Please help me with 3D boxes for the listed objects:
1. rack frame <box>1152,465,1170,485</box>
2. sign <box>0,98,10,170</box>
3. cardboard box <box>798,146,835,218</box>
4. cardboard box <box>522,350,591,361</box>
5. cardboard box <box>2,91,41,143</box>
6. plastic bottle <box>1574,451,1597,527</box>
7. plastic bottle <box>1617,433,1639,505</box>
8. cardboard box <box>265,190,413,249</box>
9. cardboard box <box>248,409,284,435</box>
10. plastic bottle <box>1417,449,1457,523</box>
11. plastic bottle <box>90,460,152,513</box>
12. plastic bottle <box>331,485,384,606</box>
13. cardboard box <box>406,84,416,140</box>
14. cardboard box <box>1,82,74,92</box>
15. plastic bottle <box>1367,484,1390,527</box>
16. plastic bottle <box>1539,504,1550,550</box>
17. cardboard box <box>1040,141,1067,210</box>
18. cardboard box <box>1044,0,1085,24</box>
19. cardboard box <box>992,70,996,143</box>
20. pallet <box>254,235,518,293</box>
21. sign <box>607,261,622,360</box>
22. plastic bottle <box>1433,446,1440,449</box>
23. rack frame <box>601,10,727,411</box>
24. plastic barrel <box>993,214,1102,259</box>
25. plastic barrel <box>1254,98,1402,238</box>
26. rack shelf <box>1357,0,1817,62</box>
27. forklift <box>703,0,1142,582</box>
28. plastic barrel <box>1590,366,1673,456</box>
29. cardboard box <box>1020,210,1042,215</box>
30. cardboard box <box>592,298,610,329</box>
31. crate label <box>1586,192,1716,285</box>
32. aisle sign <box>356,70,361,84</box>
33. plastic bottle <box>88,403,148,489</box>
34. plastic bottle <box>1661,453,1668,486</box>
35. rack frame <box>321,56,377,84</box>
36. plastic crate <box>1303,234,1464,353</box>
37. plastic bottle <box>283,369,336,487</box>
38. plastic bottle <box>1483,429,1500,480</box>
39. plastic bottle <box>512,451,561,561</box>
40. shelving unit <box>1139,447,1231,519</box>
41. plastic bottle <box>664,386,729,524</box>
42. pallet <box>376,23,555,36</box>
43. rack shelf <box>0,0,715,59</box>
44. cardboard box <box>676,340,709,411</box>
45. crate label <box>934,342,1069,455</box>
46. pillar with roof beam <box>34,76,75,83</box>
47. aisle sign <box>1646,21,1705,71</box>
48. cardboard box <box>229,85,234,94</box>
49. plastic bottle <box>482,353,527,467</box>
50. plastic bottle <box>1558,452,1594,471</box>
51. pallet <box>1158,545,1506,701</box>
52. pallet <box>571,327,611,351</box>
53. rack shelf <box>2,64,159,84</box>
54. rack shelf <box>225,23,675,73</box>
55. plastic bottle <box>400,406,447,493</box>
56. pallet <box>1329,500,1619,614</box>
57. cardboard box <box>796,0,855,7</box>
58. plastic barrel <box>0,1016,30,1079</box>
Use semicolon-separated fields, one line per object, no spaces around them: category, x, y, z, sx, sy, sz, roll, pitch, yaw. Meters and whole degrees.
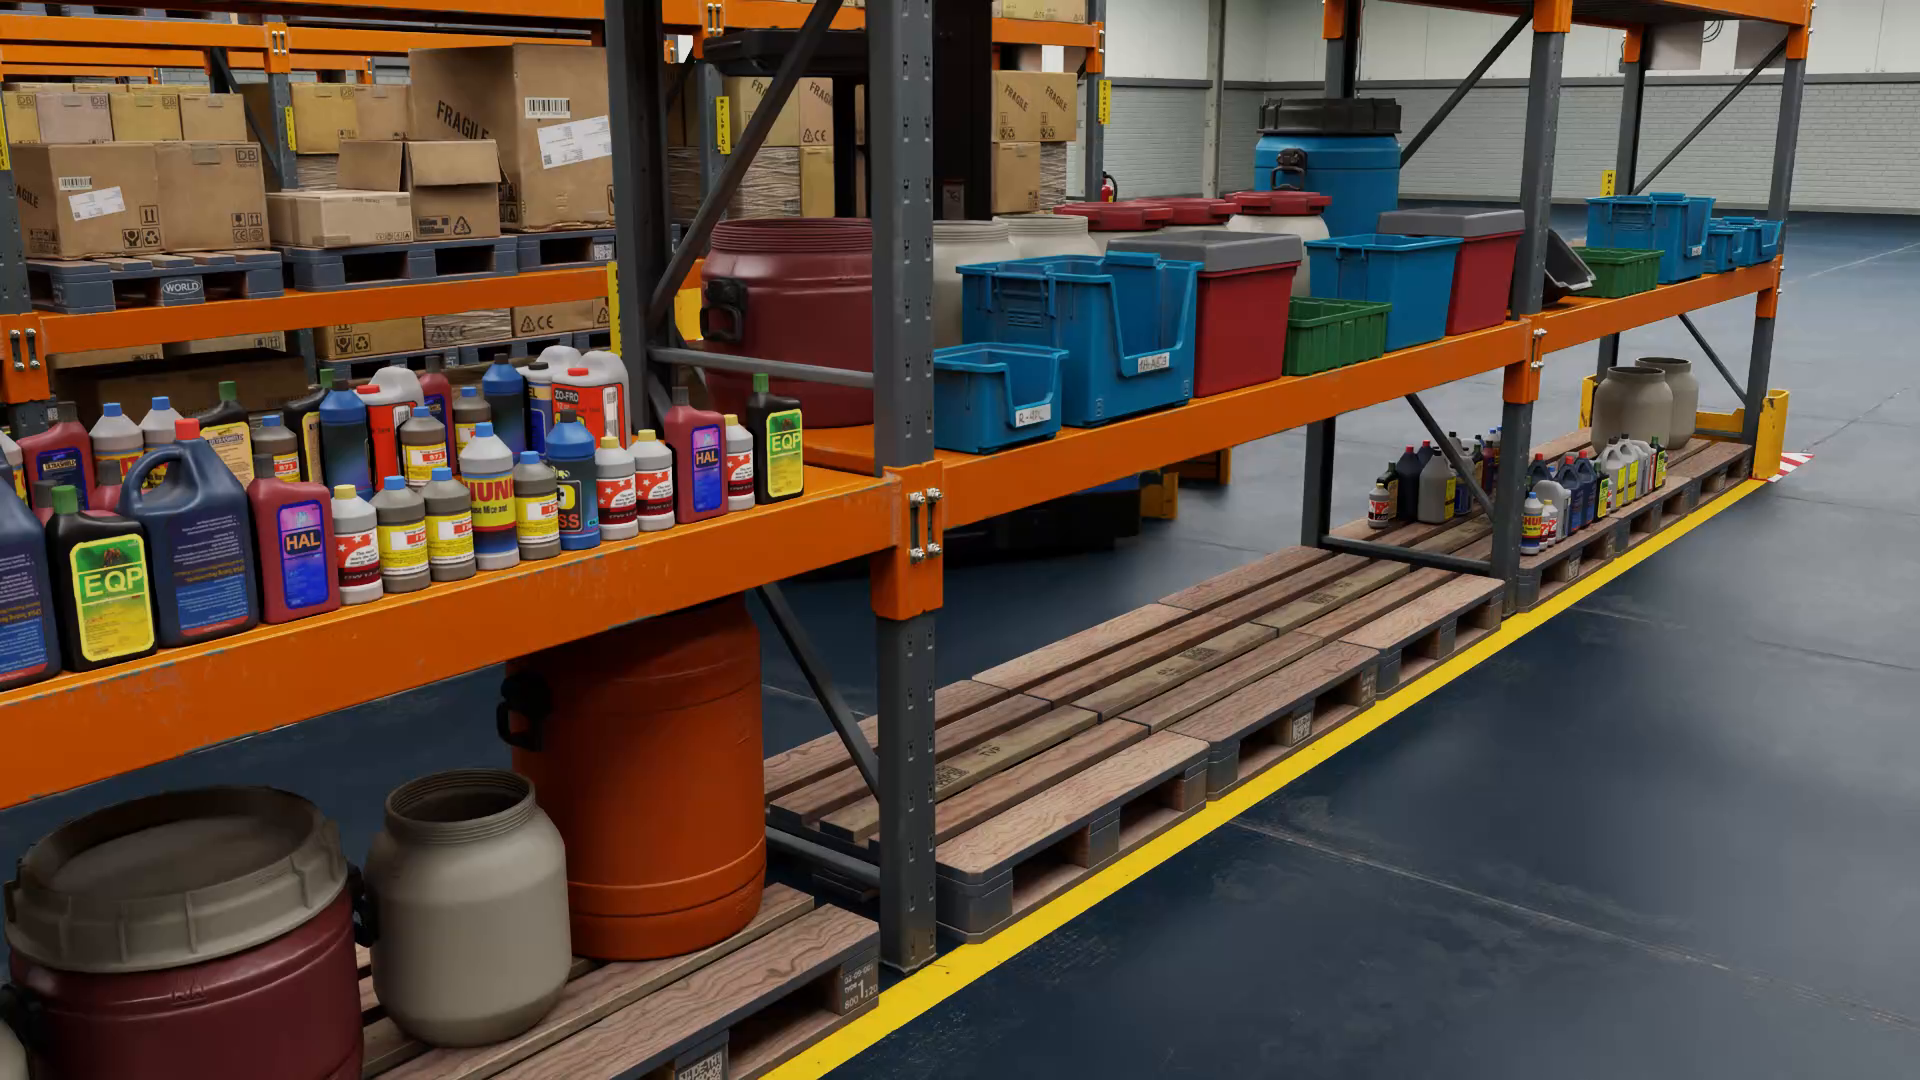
rack frame;0.913;-0.879;9.036;0.500;1.500;0.032;7;16;25
sign;-3.906;-1.671;6.757;0.100;0.325;0.005;11;18;38
cardboard box;-1.153;-2.321;10.859;0.875;0.500;0.500;11;18;38
cardboard box;-2.228;-0.849;10.054;0.700;0.500;0.500;10;17;33
cardboard box;-6.885;-2.893;11.685;0.700;0.500;0.500;11;18;37
plastic bottle;2.976;-0.251;8.003;0.144;0.351;0.185;10;18;35
plastic bottle;3.360;-0.368;8.464;0.144;0.351;0.185;12;19;40
cardboard box;-3.107;-1.611;8.325;0.500;0.250;0.500;11;18;36
cardboard box;-3.595;-0.436;8.432;0.700;0.500;0.500;9;17;33
plastic bottle;2.320;-0.270;8.079;0.144;0.351;0.185;11;18;38
plastic bottle;-1.356;0.003;2.754;0.061;0.283;0.133;11;18;38
plastic bottle;-1.069;0.005;2.914;0.097;0.201;0.097;0;14;0
cardboard box;-4.660;-3.615;14.263;0.875;0.550;0.550;11;18;38
cardboard box;-9.088;-4.223;16.315;0.700;0.500;0.500;11;18;37
plastic bottle;2.013;-0.169;7.987;0.097;0.201;0.097;0;14;0
plastic bottle;2.632;-0.064;7.574;0.097;0.201;0.097;0;14;0
cardboard box;0.322;-2.819;12.819;0.875;0.500;0.500;11;18;38
cardboard box;0.583;-3.977;12.397;0.500;0.250;0.500;12;18;39
cardboard box;-0.091;-3.069;11.773;0.500;0.500;0.500;11;18;38
pallet;-3.127;-1.488;8.776;1.003;0.211;1.213;11;18;38
sign;-0.919;-0.591;4.528;0.100;0.325;0.005;11;18;38
plastic bottle;2.398;-0.334;8.468;0.061;0.283;0.133;13;19;41
rack frame;-1.825;-1.961;10.251;1.000;3.000;0.127;11;18;38
plastic barrel;0.258;-0.794;5.427;0.421;0.512;0.421;0;14;0
plastic barrel;1.549;-1.411;7.065;0.600;0.901;0.708;11;18;38
rack shelf;3.284;-2.683;8.460;1.077;0.370;4.000;11;18;38
forklift;-0.652;-1.370;8.064;3.031;2.935;1.130;-5;15;-19
plastic barrel;3.872;-0.725;9.583;0.421;0.512;0.421;0;14;0
cardboard box;0.395;-2.415;12.548;0.380;0.149;0.250;11;18;38
cardboard box;-3.481;-2.548;16.022;0.875;0.875;0.875;11;18;38
crate label;3.595;-1.583;8.692;0.502;0.435;0.616;11;18;38
aisle sign;-6.755;-5.488;18.853;0.394;0.787;0.004;11;18;38
plastic bottle;-1.685;-0.138;3.337;0.097;0.271;0.097;0;14;0
plastic bottle;3.728;-0.398;8.888;0.097;0.201;0.097;0;14;0
rack frame;-7.019;-4.261;19.303;1.000;3.000;0.127;11;18;38
plastic crate;1.576;-0.928;6.214;0.392;0.384;0.575;11;18;38
plastic bottle;-1.421;-0.232;3.681;0.061;0.283;0.133;11;18;38
plastic bottle;2.881;-0.468;9.020;0.097;0.271;0.097;0;14;0
plastic bottle;-0.825;-0.069;3.208;0.097;0.201;0.097;0;14;0
shelving unit;1.130;-0.990;9.472;0.587;1.500;1.083;7;16;25
plastic bottle;-0.554;-0.184;3.494;0.061;0.283;0.133;11;18;38
pallet;-4.330;-4.547;14.516;1.003;0.211;1.213;11;18;38
rack shelf;-3.082;-2.683;8.462;1.077;0.370;4.000;11;18;38
cardboard box;-1.543;-1.024;10.784;0.500;0.500;0.500;11;18;36
crate label;0.069;-0.370;4.328;0.303;0.233;0.416;11;18;38
pillar with roof beam;-8.673;-7.276;18.987;9.100;9.000;0.400;11;18;38
aisle sign;4.358;-3.280;10.161;0.394;0.787;0.004;11;18;38
cardboard box;-7.735;-4.597;17.788;0.700;0.500;0.500;11;18;37
plastic bottle;-1.105;-0.315;4.034;0.097;0.271;0.097;0;14;0
plastic bottle;3.112;-0.314;8.404;0.152;0.276;0.135;11;18;38
pallet;1.564;0.313;6.961;1.003;0.211;1.213;11;18;38
pallet;-3.547;-1.997;16.056;1.003;0.211;1.213;11;18;38
rack shelf;-12.139;-5.750;20.535;1.077;0.370;4.000;11;18;38
rack shelf;-4.363;-4.236;14.575;1.077;0.370;4.000;11;18;38
plastic bottle;-1.192;-0.195;3.702;0.097;0.201;0.097;0;14;0
pallet;2.482;0.035;8.058;1.003;0.211;1.213;11;18;38
cardboard box;-1.015;-3.491;10.485;0.500;0.250;0.500;11;18;37
plastic barrel;-1.776;1.008;2.762;0.421;0.512;0.421;0;14;0
